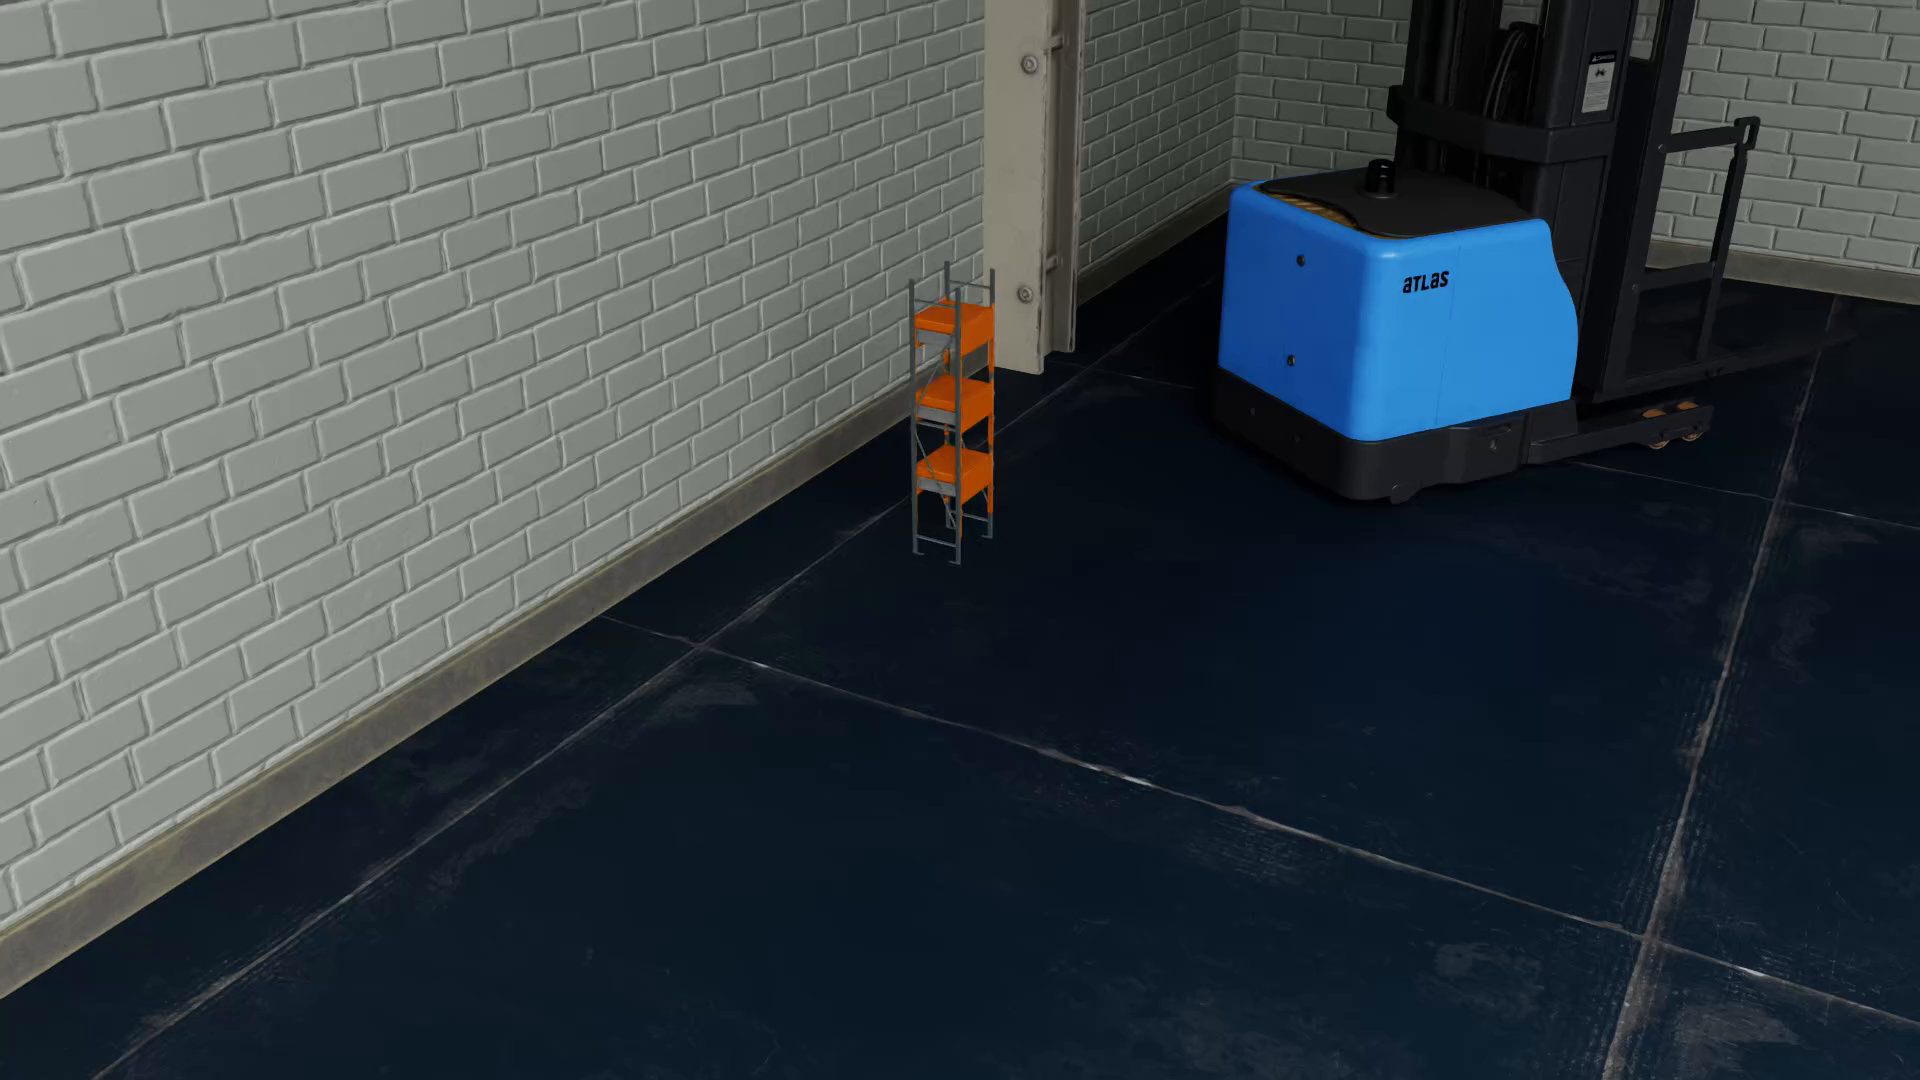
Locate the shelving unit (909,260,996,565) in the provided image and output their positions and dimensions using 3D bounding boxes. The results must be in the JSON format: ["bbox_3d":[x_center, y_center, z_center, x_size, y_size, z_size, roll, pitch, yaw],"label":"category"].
[{"bbox_3d":[-0.026,-0.449,5.973,0.215,1.050,0.252,14,30,26],"label":"shelving unit"}]

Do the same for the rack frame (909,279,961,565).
[{"bbox_3d":[-0.086,-0.401,5.878,0.200,1.050,0.008,14,30,26],"label":"rack frame"}]

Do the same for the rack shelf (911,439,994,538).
[{"bbox_3d":[-0.026,-0.191,6.102,0.215,0.259,0.240,14,30,26],"label":"rack shelf"}]

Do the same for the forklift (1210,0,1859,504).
[{"bbox_3d":[2.630,-1.892,6.756,3.031,2.935,1.130,-12,29,-23],"label":"forklift"}]

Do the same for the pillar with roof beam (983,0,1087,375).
[{"bbox_3d":[4.081,-3.961,4.110,9.100,9.000,0.400,14,30,26],"label":"pillar with roof beam"}]

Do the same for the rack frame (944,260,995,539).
[{"bbox_3d":[0.034,-0.496,6.068,0.200,1.050,0.008,14,30,26],"label":"rack frame"}]

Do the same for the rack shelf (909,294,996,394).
[{"bbox_3d":[-0.026,-0.693,5.851,0.215,0.259,0.240,14,30,26],"label":"rack shelf"}]

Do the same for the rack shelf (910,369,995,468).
[{"bbox_3d":[-0.026,-0.439,5.978,0.215,0.259,0.240,14,30,26],"label":"rack shelf"}]
